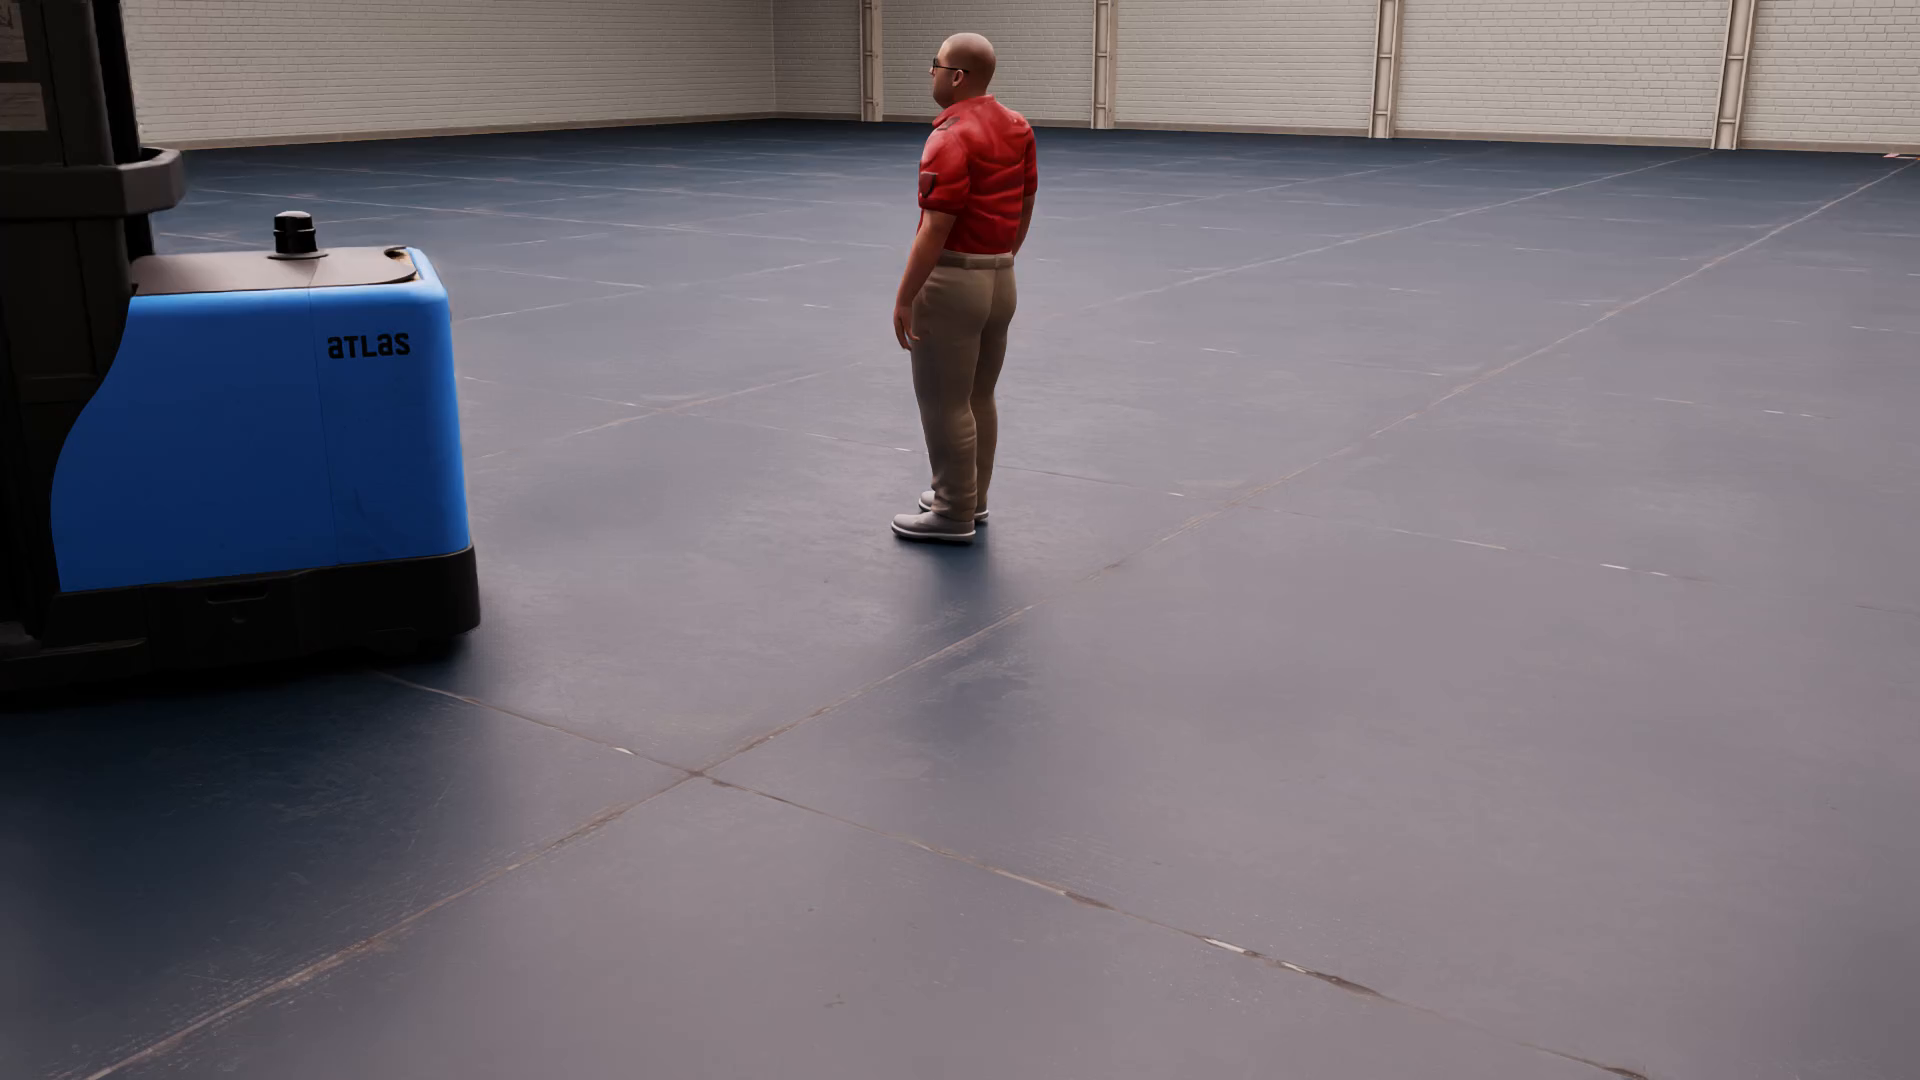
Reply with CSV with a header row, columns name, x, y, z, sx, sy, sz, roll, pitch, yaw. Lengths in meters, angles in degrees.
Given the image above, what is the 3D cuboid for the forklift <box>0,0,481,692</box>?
name,x,y,z,sx,sy,sz,roll,pitch,yaw
forklift,-2.979,-1.058,4.370,3.031,2.935,1.130,-6,18,-20

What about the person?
name,x,y,z,sx,sy,sz,roll,pitch,yaw
person,-0.067,-0.852,5.757,0.551,1.727,0.640,11,20,33
